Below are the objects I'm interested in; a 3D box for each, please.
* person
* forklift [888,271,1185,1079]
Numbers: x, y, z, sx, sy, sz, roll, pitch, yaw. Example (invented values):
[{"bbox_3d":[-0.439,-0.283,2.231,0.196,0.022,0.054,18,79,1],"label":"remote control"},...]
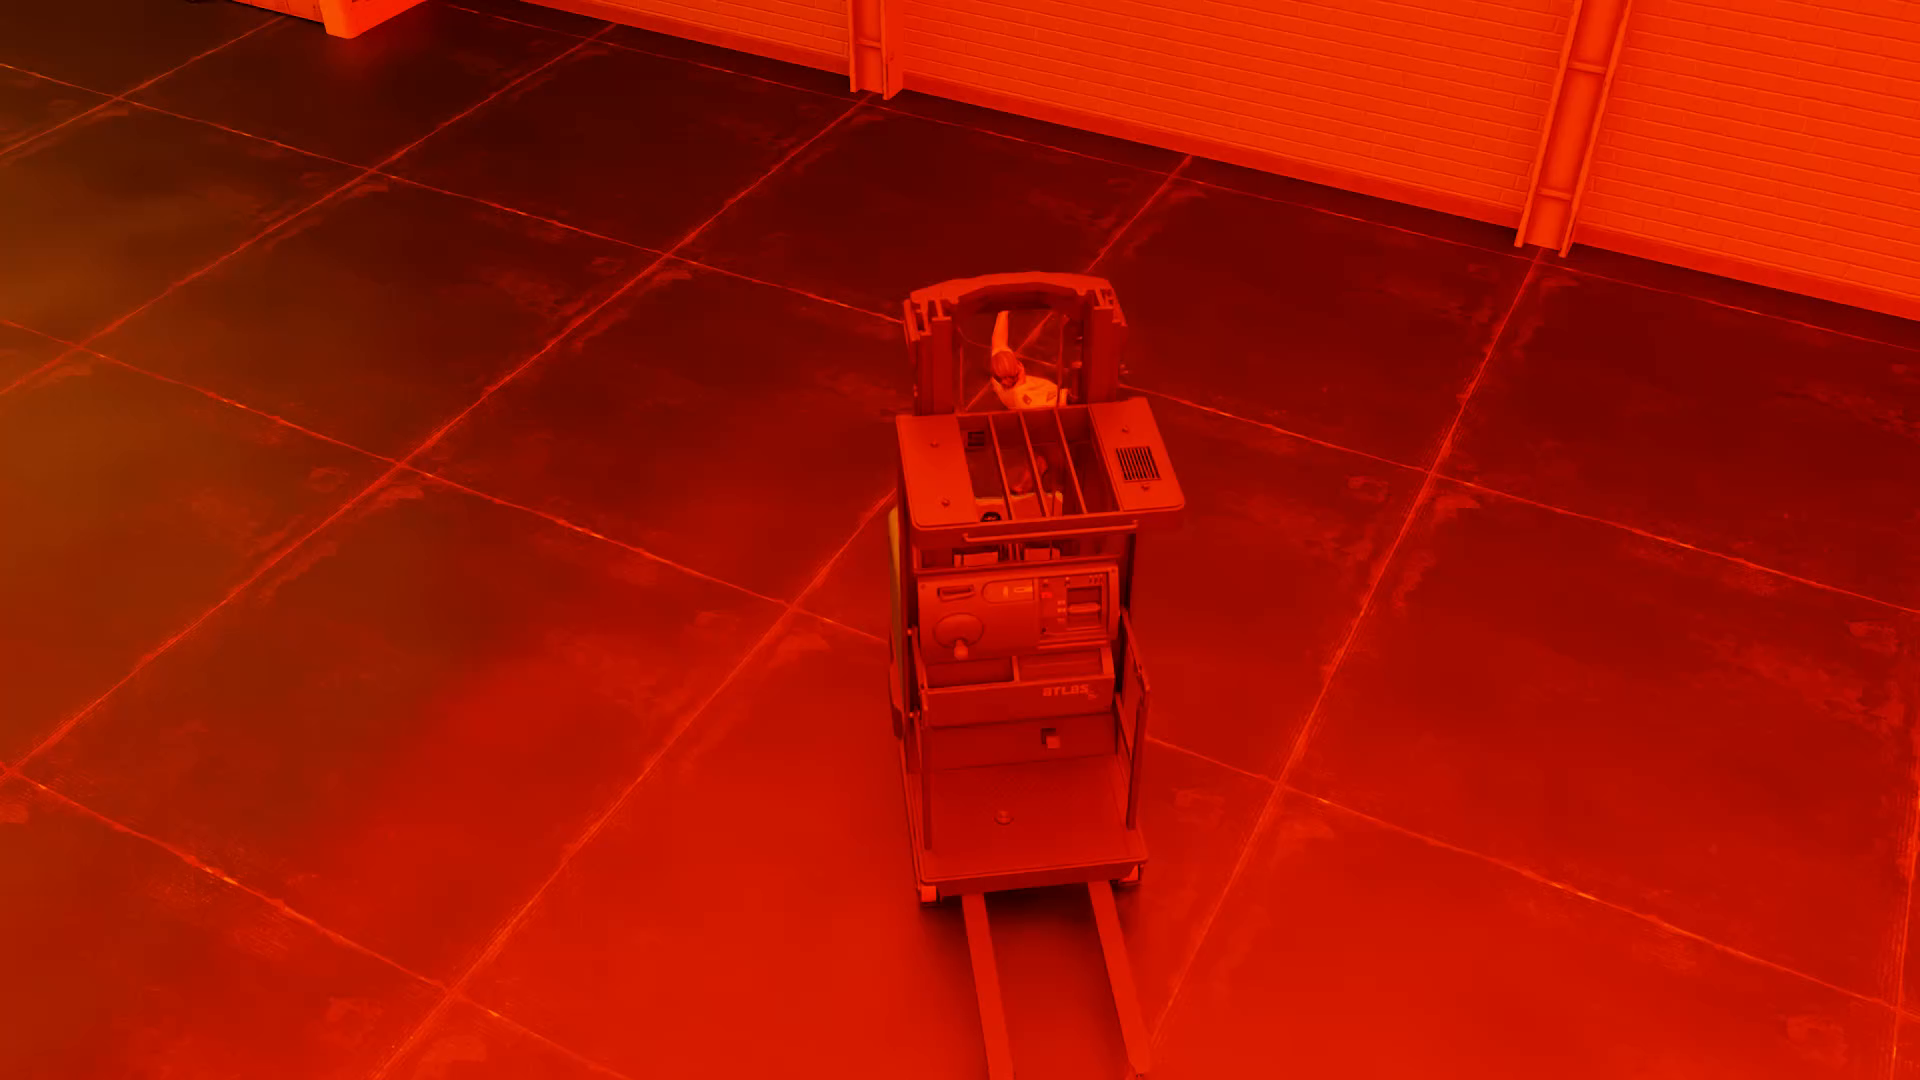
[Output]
[{"bbox_3d":[0.485,-0.690,9.905,0.702,1.545,0.897,-19,44,-21],"label":"person"},{"bbox_3d":[0.301,0.409,7.501,1.130,2.935,3.031,-5,40,-6],"label":"forklift"}]
